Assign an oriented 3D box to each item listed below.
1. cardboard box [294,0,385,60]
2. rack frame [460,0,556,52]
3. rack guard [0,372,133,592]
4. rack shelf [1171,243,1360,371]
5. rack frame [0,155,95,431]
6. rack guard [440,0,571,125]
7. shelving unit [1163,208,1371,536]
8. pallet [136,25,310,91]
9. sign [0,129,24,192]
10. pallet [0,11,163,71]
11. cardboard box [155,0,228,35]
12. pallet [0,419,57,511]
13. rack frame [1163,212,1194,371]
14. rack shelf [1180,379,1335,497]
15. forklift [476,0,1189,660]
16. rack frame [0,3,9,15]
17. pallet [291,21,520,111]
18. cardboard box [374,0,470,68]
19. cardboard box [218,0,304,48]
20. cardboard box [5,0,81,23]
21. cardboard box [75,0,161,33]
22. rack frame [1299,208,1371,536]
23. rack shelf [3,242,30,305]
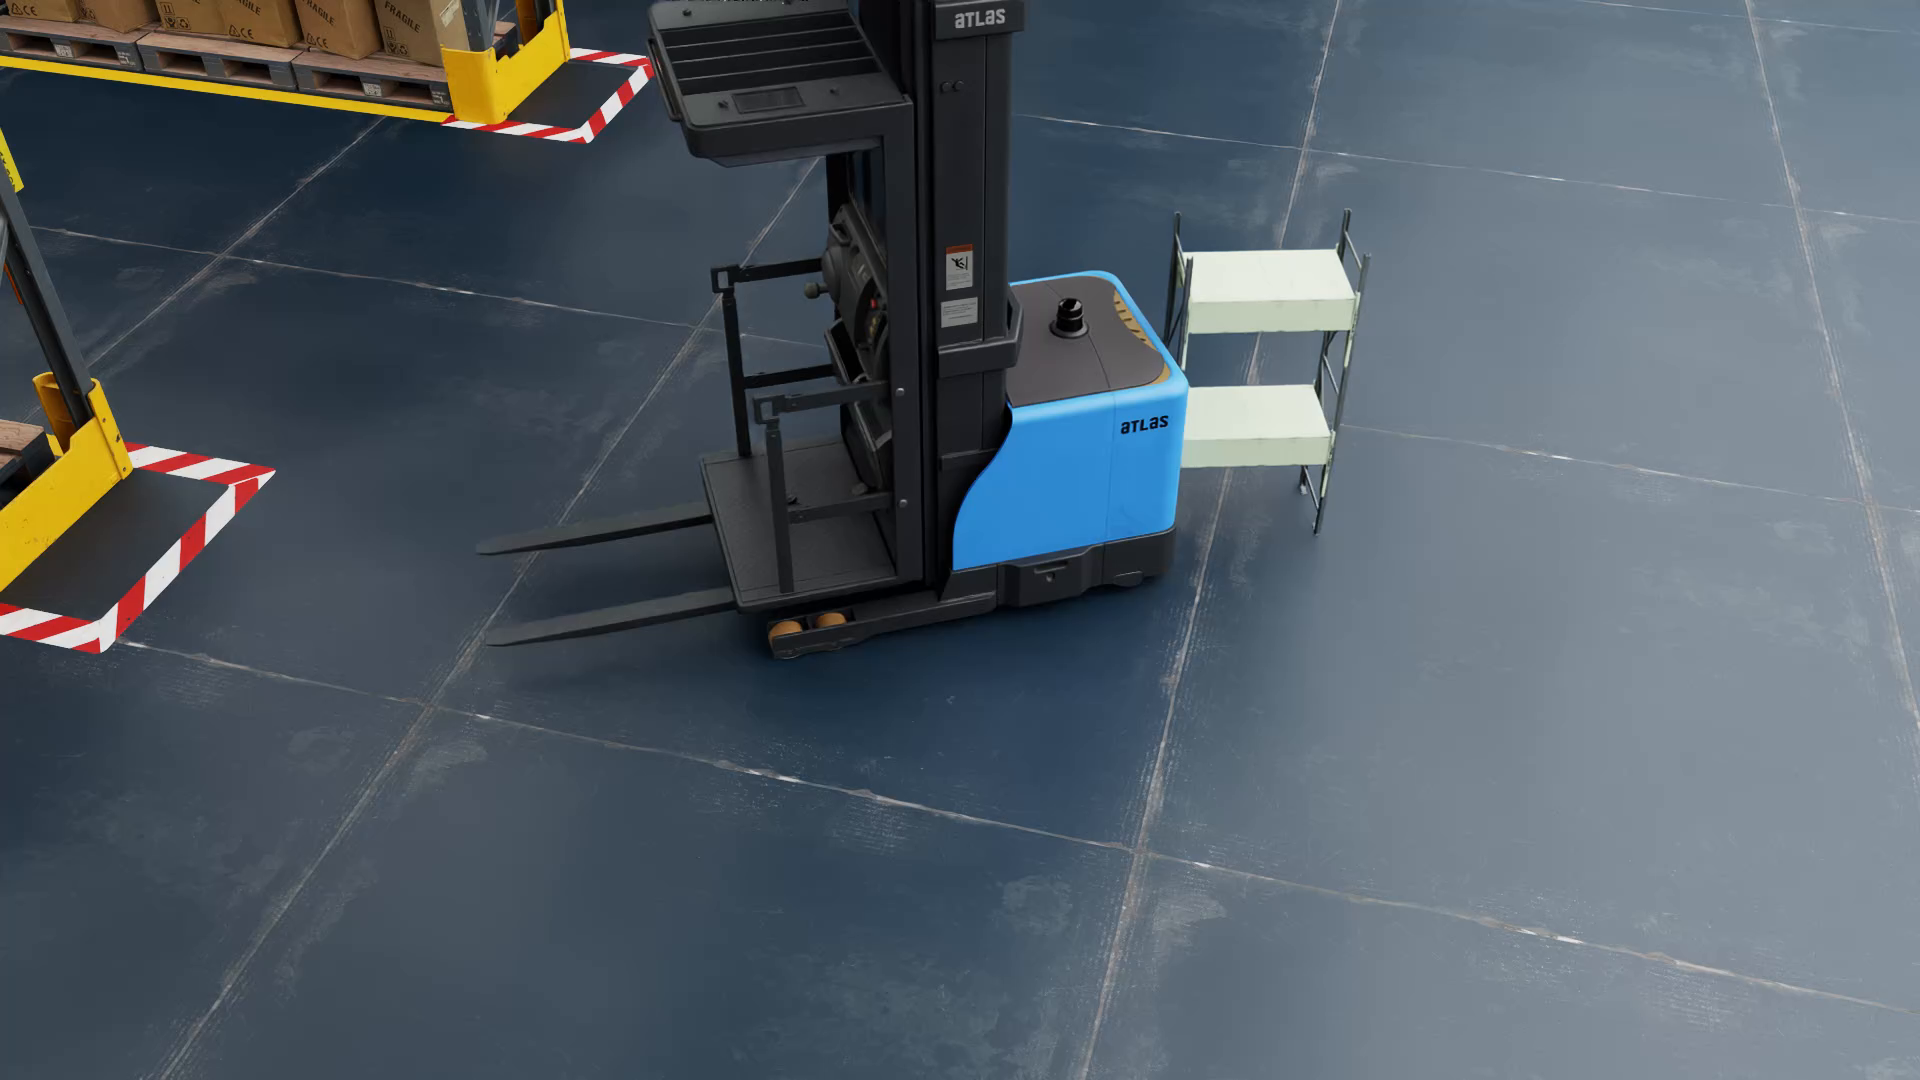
[{"bbox_3d":[-4.195,-3.676,11.437,0.500,0.500,0.500,20,44,23],"label":"cardboard box"},{"bbox_3d":[-3.010,-4.281,10.539,0.127,3.000,1.000,10,41,11],"label":"rack frame"},{"bbox_3d":[-4.376,-0.230,7.659,0.348,0.500,1.175,10,41,11],"label":"rack guard"},{"bbox_3d":[1.305,-1.011,7.205,0.720,0.370,0.431,-1,40,-2],"label":"rack shelf"},{"bbox_3d":[-4.290,-1.203,6.875,0.127,3.000,1.000,10,41,11],"label":"rack frame"},{"bbox_3d":[-3.083,-3.336,11.358,0.348,0.500,1.175,10,41,11],"label":"rack guard"},{"bbox_3d":[1.305,-0.712,7.456,0.755,1.500,0.431,-1,40,-2],"label":"shelving unit"},{"bbox_3d":[-5.034,-3.586,11.881,1.213,0.211,1.003,10,41,11],"label":"pallet"},{"bbox_3d":[-4.144,-1.651,7.192,0.005,0.325,0.100,10,41,11],"label":"sign"},{"bbox_3d":[-6.216,-3.788,12.121,1.213,0.211,1.003,10,41,11],"label":"pallet"},{"bbox_3d":[-5.322,-3.913,11.718,0.500,0.500,0.500,6,40,8],"label":"cardboard box"},{"bbox_3d":[-5.159,-0.257,7.917,1.213,0.211,1.003,10,41,11],"label":"pallet"},{"bbox_3d":[0.939,-0.702,7.445,0.023,1.500,0.400,-1,40,-2],"label":"rack frame"},{"bbox_3d":[1.305,-0.462,7.666,0.720,0.370,0.431,-1,40,-2],"label":"rack shelf"},{"bbox_3d":[-0.606,-0.989,6.673,3.031,2.935,1.130,-10,41,-12],"label":"forklift"},{"bbox_3d":[-6.874,-4.946,11.331,0.127,3.000,1.000,10,41,11],"label":"rack frame"},{"bbox_3d":[-3.859,-3.382,11.638,1.213,0.211,1.003,10,41,11],"label":"pallet"},{"bbox_3d":[-3.609,-3.598,11.344,0.500,0.500,0.500,17,43,19],"label":"cardboard box"},{"bbox_3d":[-4.795,-3.792,11.575,0.500,0.500,0.500,13,42,15],"label":"cardboard box"},{"bbox_3d":[-6.498,-4.058,11.891,0.500,0.500,0.500,9,41,10],"label":"cardboard box"},{"bbox_3d":[-5.942,-3.967,11.783,0.500,0.500,0.500,23,45,25],"label":"cardboard box"},{"bbox_3d":[1.670,-0.722,7.468,0.023,1.500,0.400,-1,40,-2],"label":"rack frame"},{"bbox_3d":[-6.222,-1.260,7.502,4.000,0.370,1.077,10,41,11],"label":"rack shelf"}]
